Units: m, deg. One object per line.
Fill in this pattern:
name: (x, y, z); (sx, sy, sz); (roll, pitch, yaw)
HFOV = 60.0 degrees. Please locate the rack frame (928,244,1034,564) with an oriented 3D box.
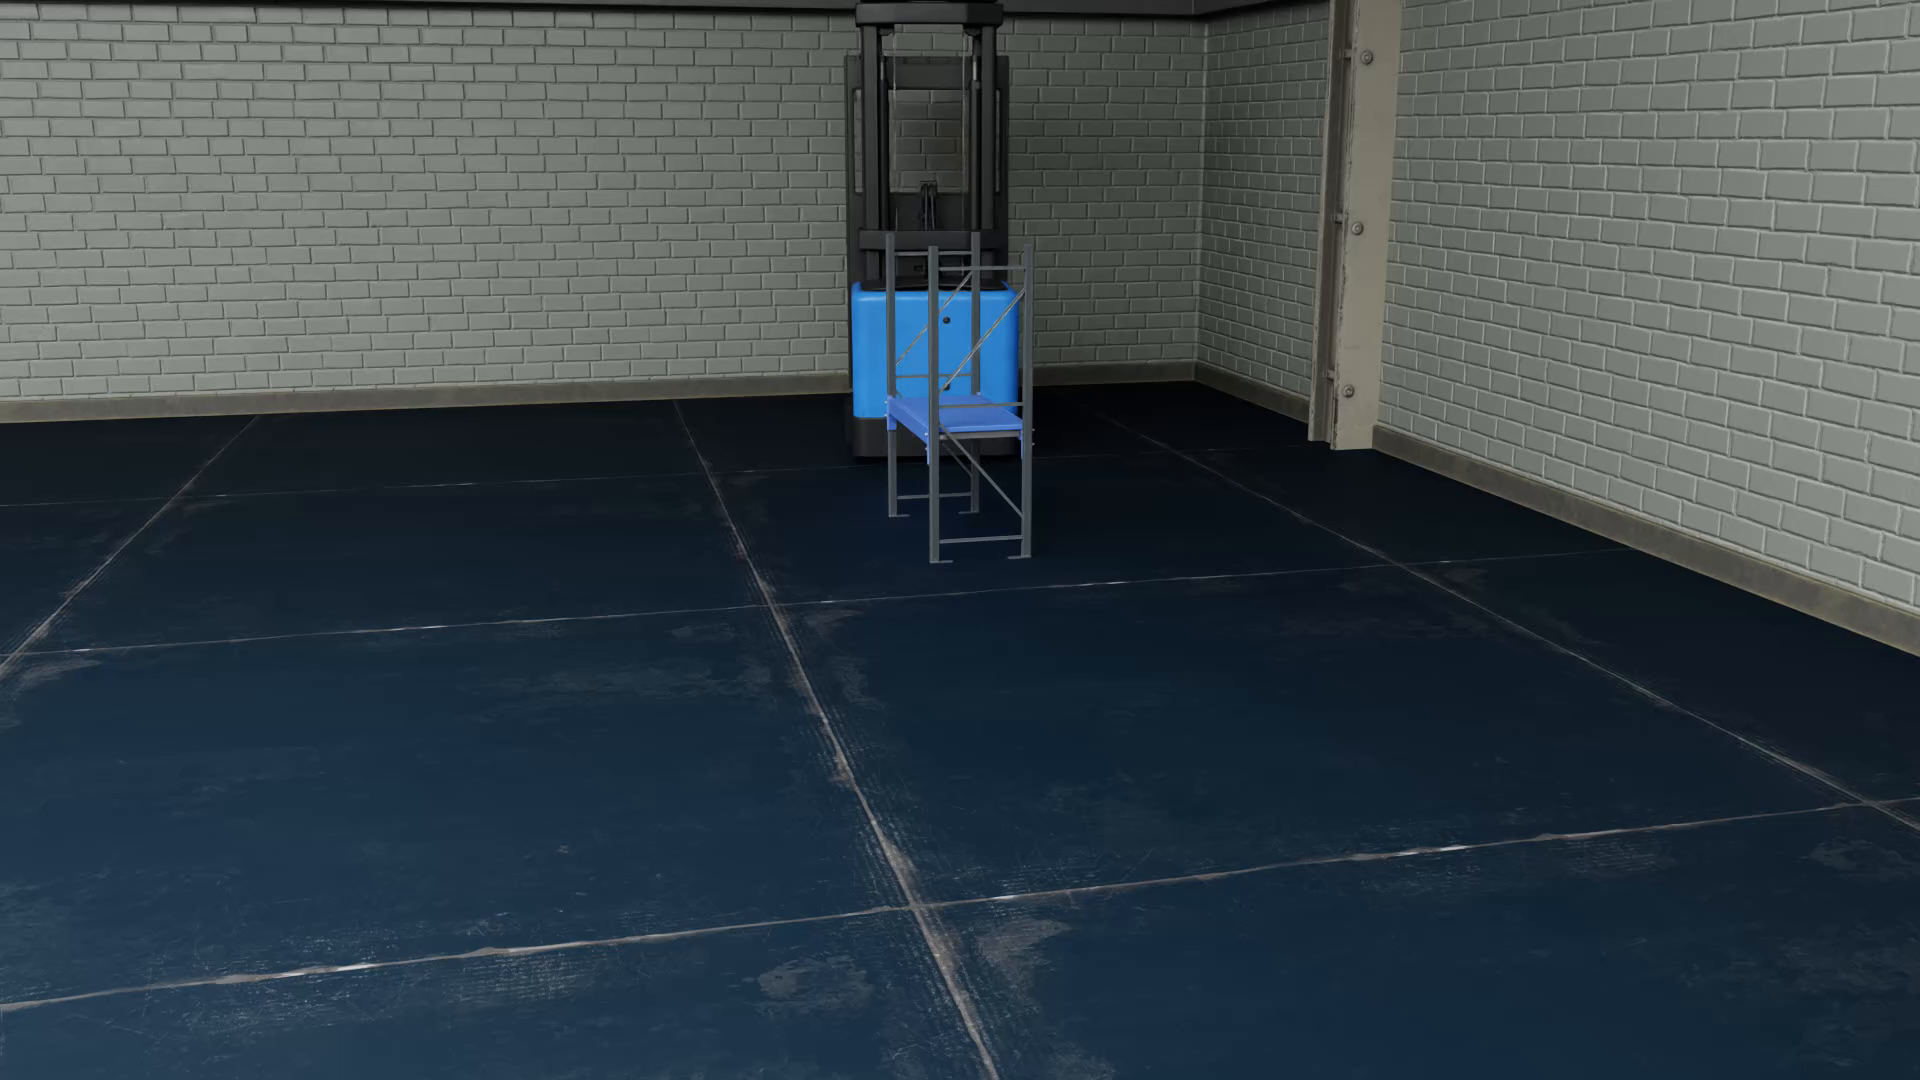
rack frame: (0.099, -0.631, 7.850); (0.500, 1.500, 0.032); (-3, 14, -13)

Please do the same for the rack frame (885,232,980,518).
rack frame: (-0.139, -0.866, 8.810); (0.500, 1.500, 0.032); (-3, 14, -13)

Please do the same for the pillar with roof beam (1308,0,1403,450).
pillar with roof beam: (-1.649, -4.771, 8.996); (9.100, 9.000, 0.400); (-3, 14, -13)

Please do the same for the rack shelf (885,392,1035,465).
rack shelf: (-0.020, -0.574, 8.372); (0.538, 0.185, 1.000); (-3, 14, -13)

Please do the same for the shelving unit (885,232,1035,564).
shelving unit: (-0.020, -0.748, 8.330); (0.538, 1.500, 1.048); (-3, 14, -13)

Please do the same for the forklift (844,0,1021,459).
forklift: (-0.236, -2.228, 11.371); (1.130, 2.935, 3.031); (-1, 14, -4)
